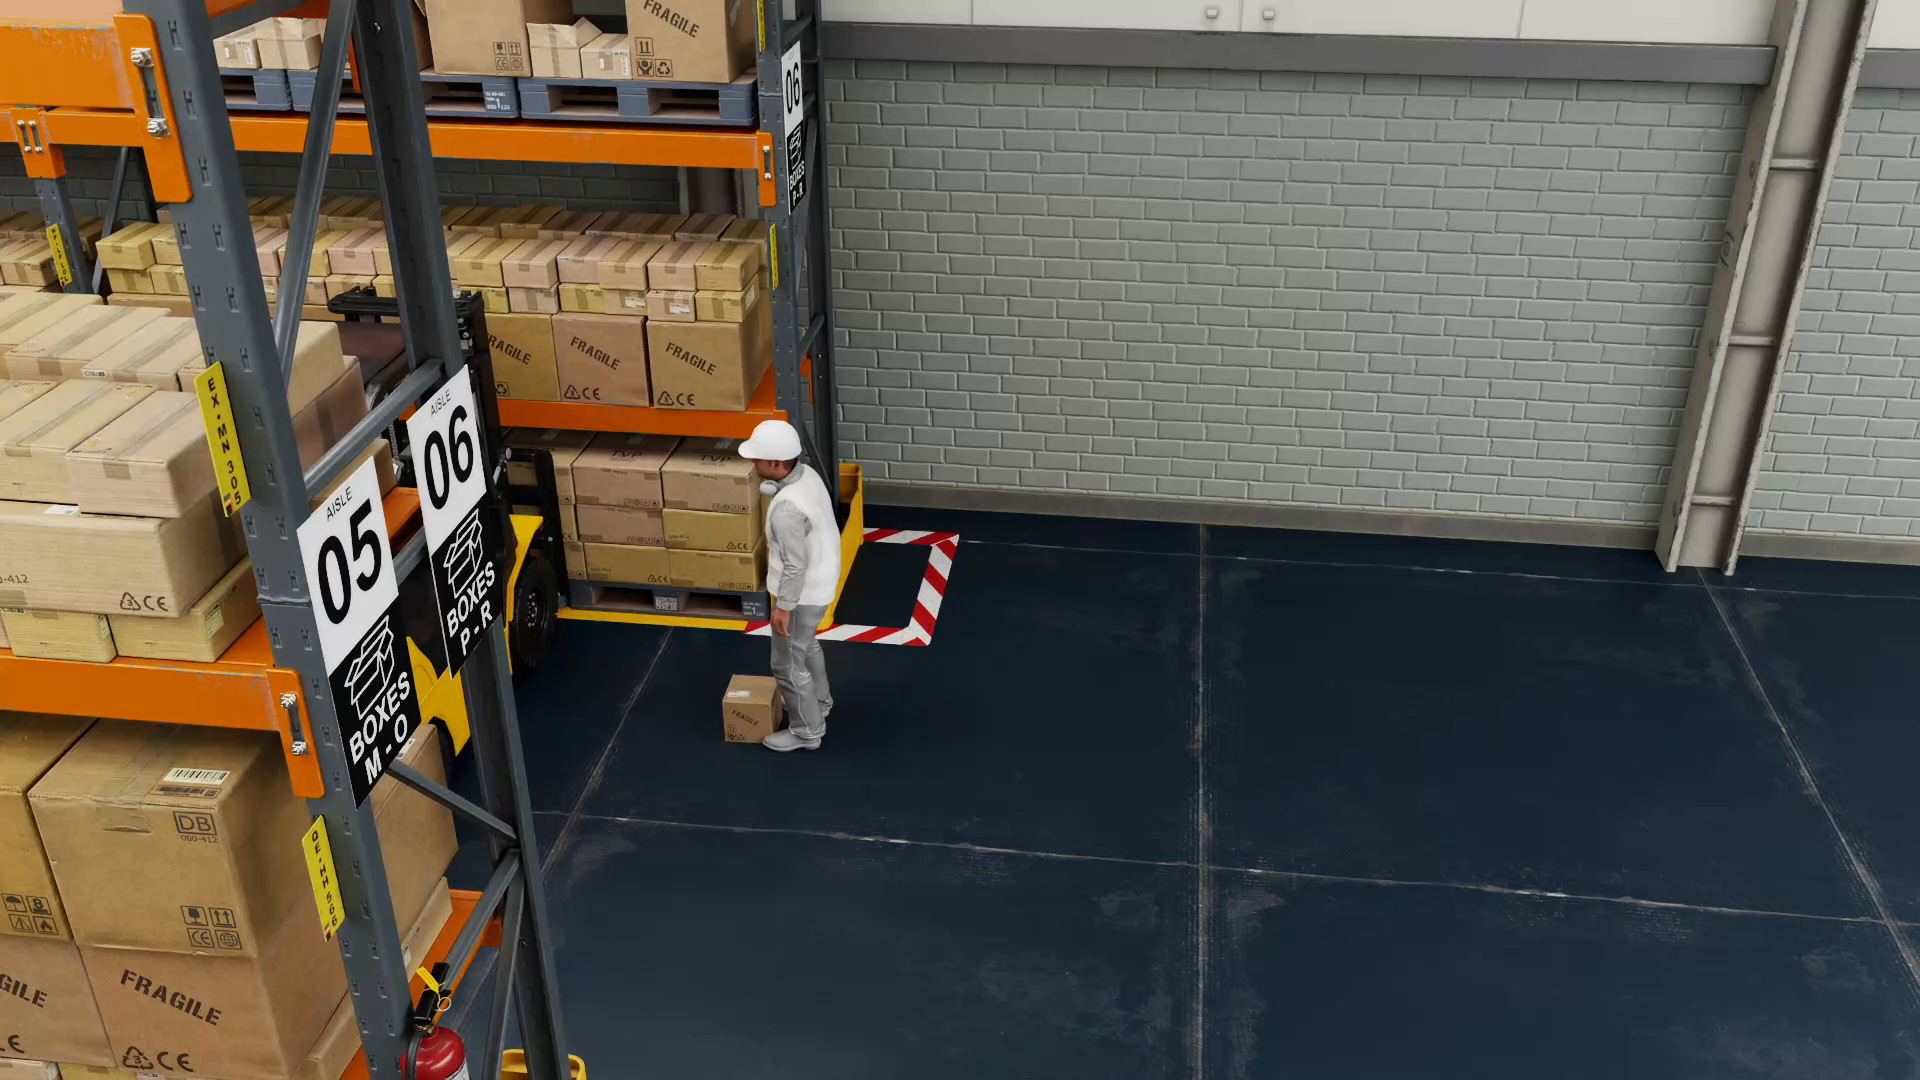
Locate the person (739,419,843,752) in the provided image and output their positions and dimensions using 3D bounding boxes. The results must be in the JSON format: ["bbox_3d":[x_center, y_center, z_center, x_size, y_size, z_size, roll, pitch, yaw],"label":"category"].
[{"bbox_3d":[-0.809,0.213,8.202,0.463,1.768,0.580,3,28,6],"label":"person"}]
